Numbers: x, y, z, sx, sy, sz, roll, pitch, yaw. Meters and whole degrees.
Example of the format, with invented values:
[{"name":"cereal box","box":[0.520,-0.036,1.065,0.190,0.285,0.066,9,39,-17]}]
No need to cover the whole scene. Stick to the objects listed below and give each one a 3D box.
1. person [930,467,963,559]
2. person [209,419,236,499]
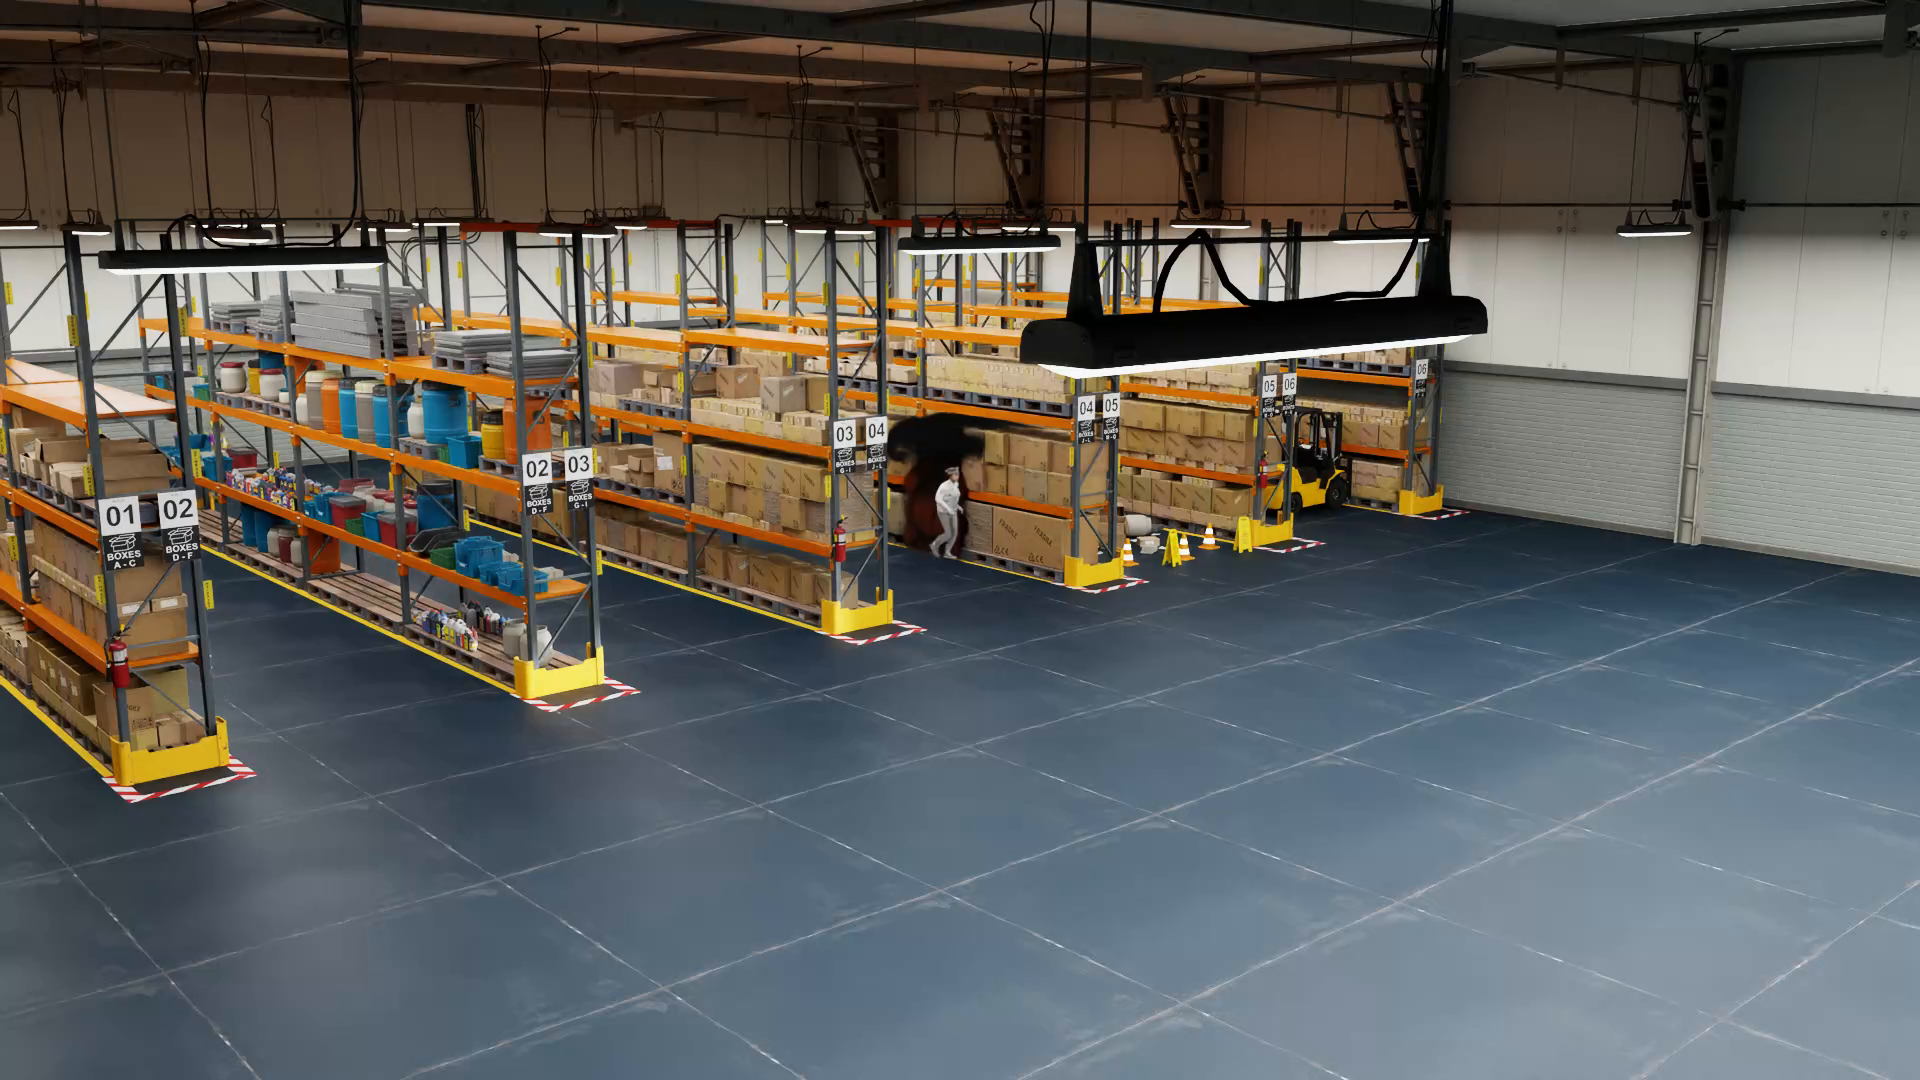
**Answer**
[{"name":"person","box":[-0.247,-0.485,28.706,0.583,1.629,0.613,9,15,38]},{"name":"person","box":[-16.083,-1.756,36.210,0.655,1.745,0.704,-4,12,-17]}]
